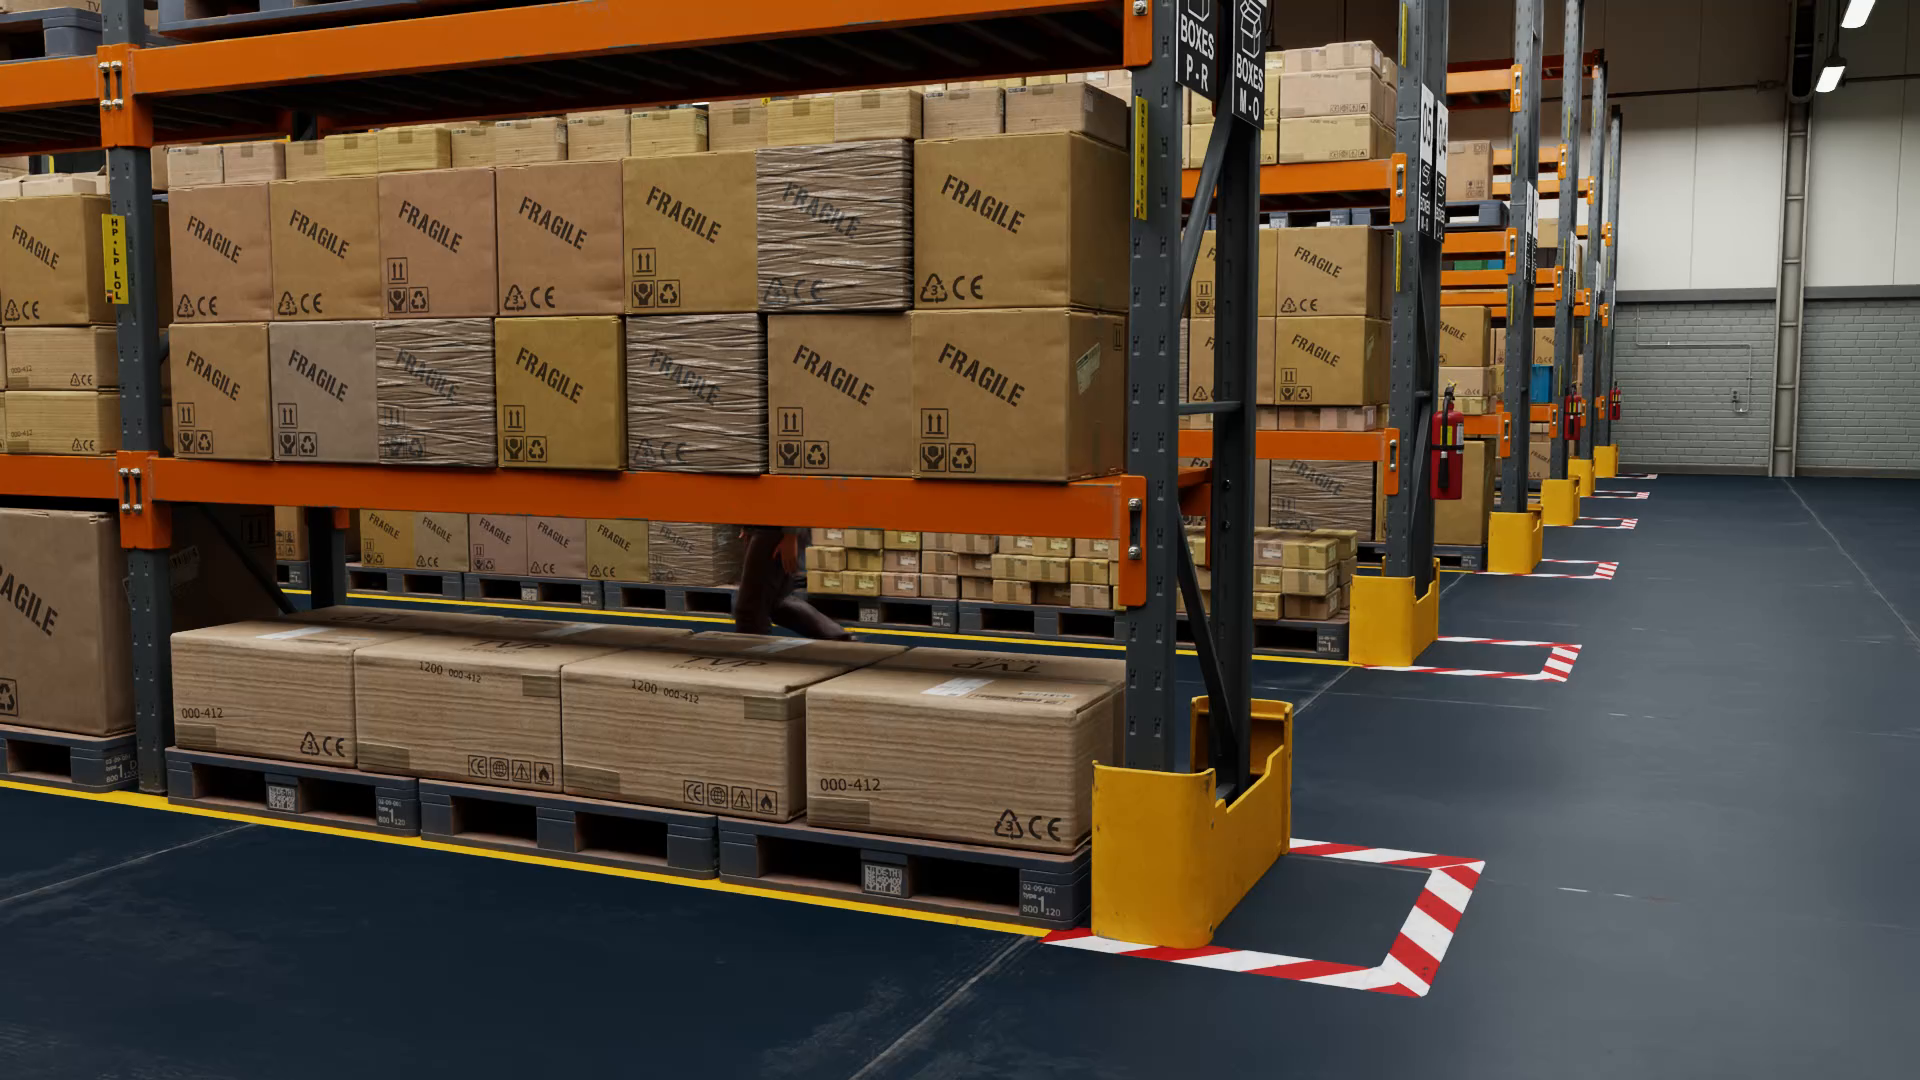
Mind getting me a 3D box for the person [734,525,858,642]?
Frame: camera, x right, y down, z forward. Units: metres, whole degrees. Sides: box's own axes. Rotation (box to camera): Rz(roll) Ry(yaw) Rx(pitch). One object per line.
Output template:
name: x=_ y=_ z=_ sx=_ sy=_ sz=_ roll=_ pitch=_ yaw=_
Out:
person: x=-0.858 y=-0.039 z=8.057 sx=0.821 sy=1.710 sz=0.602 roll=-1 pitch=6 yaw=-15
